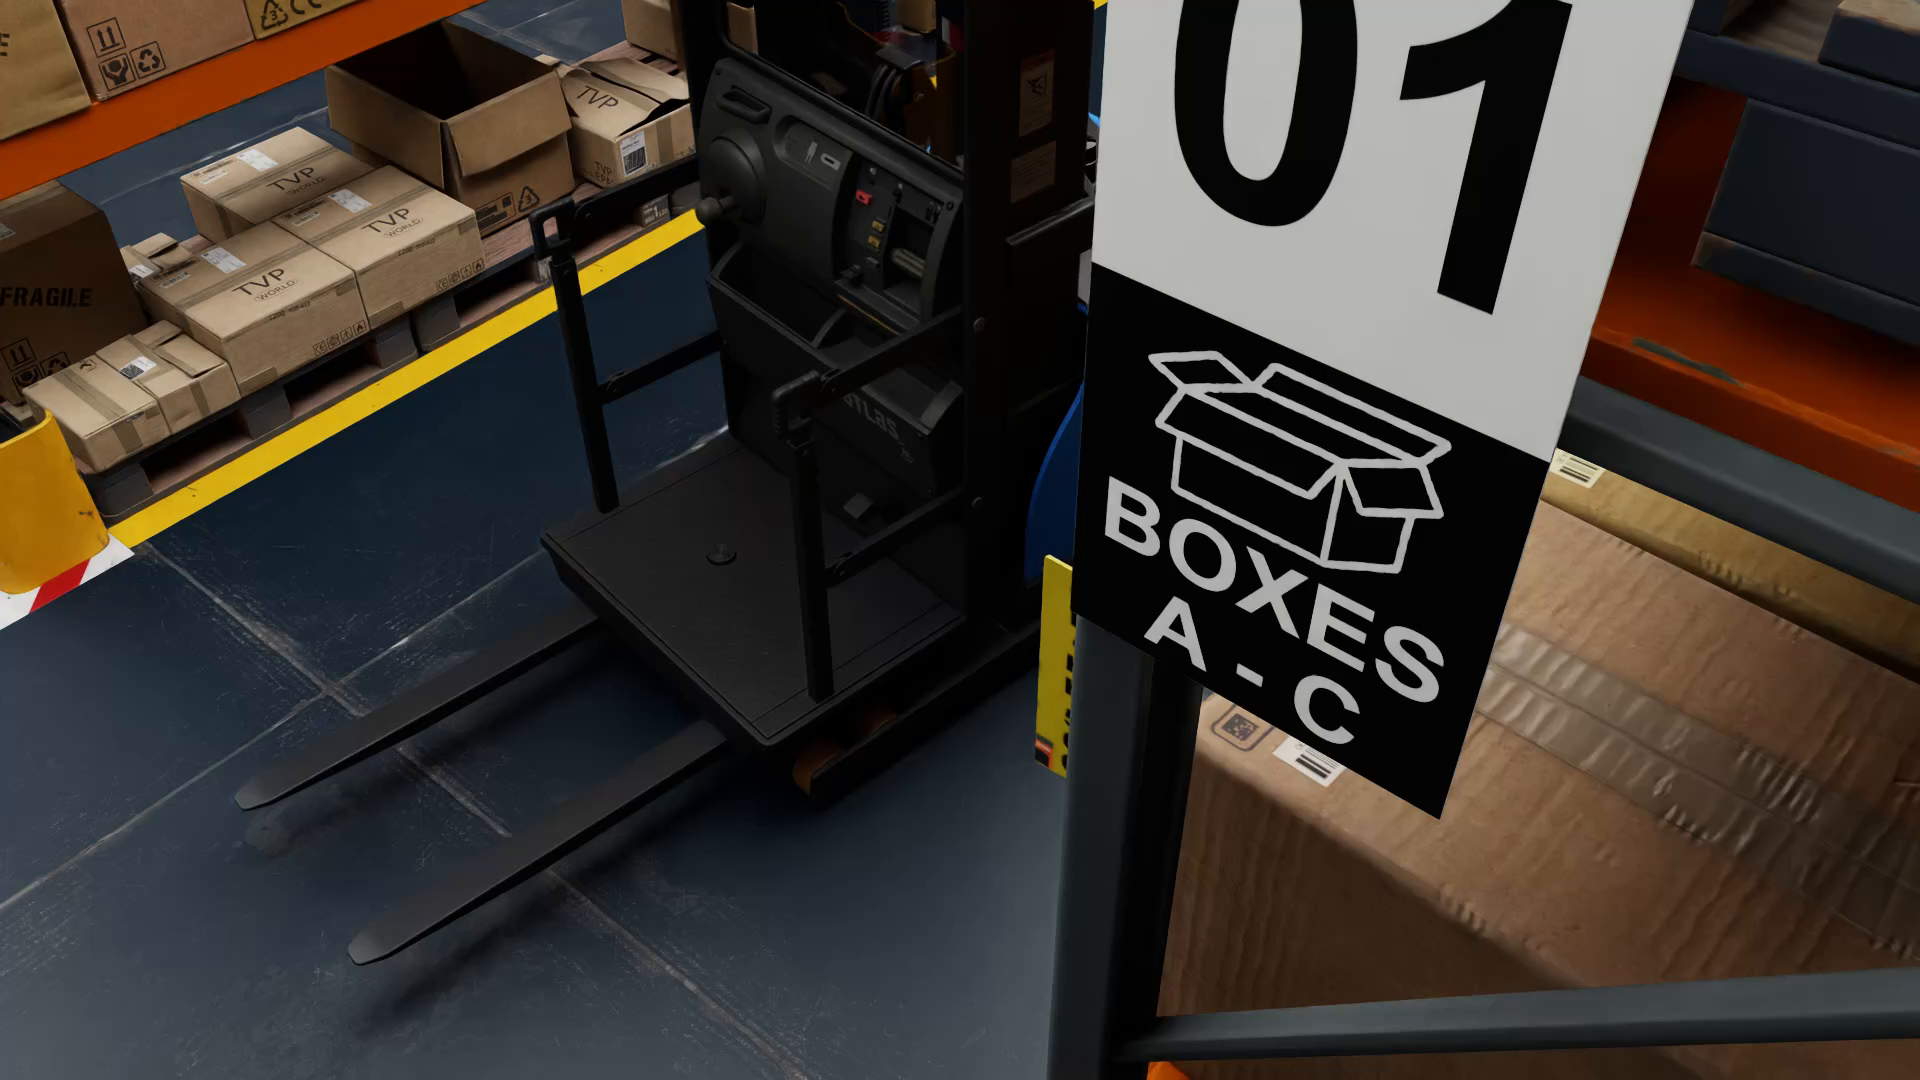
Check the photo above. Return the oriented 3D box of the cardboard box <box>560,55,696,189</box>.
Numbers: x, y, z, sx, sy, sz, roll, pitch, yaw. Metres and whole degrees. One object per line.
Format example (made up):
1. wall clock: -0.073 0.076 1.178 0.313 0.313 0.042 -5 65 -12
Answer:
1. cardboard box: -1.319 -1.653 6.510 0.500 0.311 0.500 29 50 28

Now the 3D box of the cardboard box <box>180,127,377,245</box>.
1. cardboard box: -2.465 -1.236 6.096 0.500 0.250 0.500 29 50 28

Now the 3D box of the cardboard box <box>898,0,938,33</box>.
1. cardboard box: -0.189 -2.669 7.487 0.500 0.500 0.500 27 49 27

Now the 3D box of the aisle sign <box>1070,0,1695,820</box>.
1. aisle sign: 0.257 -0.140 1.241 0.394 0.787 0.004 29 50 28

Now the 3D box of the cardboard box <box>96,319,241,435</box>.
1. cardboard box: -2.567 -0.538 5.391 0.380 0.166 0.250 29 50 28

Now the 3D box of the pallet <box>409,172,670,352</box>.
1. pallet: -1.914 -1.271 6.491 1.003 0.211 1.213 29 50 28

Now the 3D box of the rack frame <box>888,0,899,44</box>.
1. rack frame: -0.686 -3.287 6.636 1.000 3.000 0.127 29 50 28

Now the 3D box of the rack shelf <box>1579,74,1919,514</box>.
1. rack shelf: 1.820 -0.958 2.379 1.077 0.370 4.000 29 50 28

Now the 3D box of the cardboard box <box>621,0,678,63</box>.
1. cardboard box: -1.122 -2.333 7.258 0.500 0.311 0.500 29 50 28

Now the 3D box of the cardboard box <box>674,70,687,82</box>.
1. cardboard box: -1.031 -1.760 6.748 0.380 0.149 0.250 29 50 28

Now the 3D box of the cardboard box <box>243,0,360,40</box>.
1. cardboard box: -2.120 -1.904 5.040 0.500 0.500 0.500 29 50 28

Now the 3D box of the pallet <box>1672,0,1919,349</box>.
1. pallet: 1.003 -0.548 1.460 1.003 0.211 1.213 29 50 28

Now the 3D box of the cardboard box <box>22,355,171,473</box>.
1. cardboard box: -2.728 -0.403 5.255 0.380 0.149 0.250 29 50 28

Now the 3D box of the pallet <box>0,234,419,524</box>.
1. pallet: -2.699 -0.646 5.804 1.003 0.211 1.213 29 50 28

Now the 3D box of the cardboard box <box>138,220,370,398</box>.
1. cardboard box: -2.372 -0.788 5.604 0.500 0.250 0.500 29 50 28

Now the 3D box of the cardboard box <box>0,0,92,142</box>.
1. cardboard box: -2.773 -1.379 4.463 0.500 0.500 0.500 31 50 29

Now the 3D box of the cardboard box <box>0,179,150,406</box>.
1. cardboard box: -3.099 -0.852 5.489 0.500 0.500 0.500 29 50 28

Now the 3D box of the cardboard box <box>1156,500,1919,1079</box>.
1. cardboard box: 0.854 0.537 2.207 0.980 0.700 0.700 32 51 30

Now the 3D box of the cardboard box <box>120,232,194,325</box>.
1. cardboard box: -2.770 -0.898 5.787 0.380 0.166 0.250 29 50 28

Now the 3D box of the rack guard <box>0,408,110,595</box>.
1. rack guard: -3.212 -0.342 5.254 1.175 0.500 0.348 29 50 28

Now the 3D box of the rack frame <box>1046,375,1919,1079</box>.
1. rack frame: 0.533 0.915 2.014 1.000 3.000 0.127 29 50 28

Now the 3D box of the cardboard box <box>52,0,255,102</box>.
1. cardboard box: -2.445 -1.647 4.757 0.500 0.500 0.500 29 50 28

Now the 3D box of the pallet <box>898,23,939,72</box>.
1. pallet: -0.192 -2.691 8.053 1.003 0.211 1.213 29 50 28

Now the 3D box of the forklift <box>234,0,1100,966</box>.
1. forklift: -0.492 -0.786 3.935 3.031 2.935 1.130 -31 51 -30

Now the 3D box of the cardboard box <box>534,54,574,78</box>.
1. cardboard box: -1.671 -1.830 6.812 0.380 0.166 0.250 29 50 28

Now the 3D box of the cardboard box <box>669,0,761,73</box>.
1. cardboard box: -0.836 -2.109 6.871 0.500 0.500 0.500 29 50 28

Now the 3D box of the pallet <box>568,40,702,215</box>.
1. pallet: -1.129 -1.902 7.185 1.003 0.211 1.213 29 50 28

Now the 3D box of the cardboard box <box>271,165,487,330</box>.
1. cardboard box: -2.050 -1.045 5.887 0.500 0.250 0.500 29 50 28

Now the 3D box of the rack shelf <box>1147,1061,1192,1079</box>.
1. rack shelf: 1.820 0.151 3.389 1.077 0.370 4.000 29 50 28

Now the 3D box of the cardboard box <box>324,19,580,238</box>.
1. cardboard box: -1.891 -1.557 6.261 0.797 0.503 0.637 29 50 28

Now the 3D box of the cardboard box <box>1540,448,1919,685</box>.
1. cardboard box: 1.314 0.158 2.624 0.980 0.700 0.700 29 50 28

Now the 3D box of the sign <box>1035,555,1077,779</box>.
1. sign: 0.127 0.157 1.811 0.100 0.325 0.005 29 50 28
